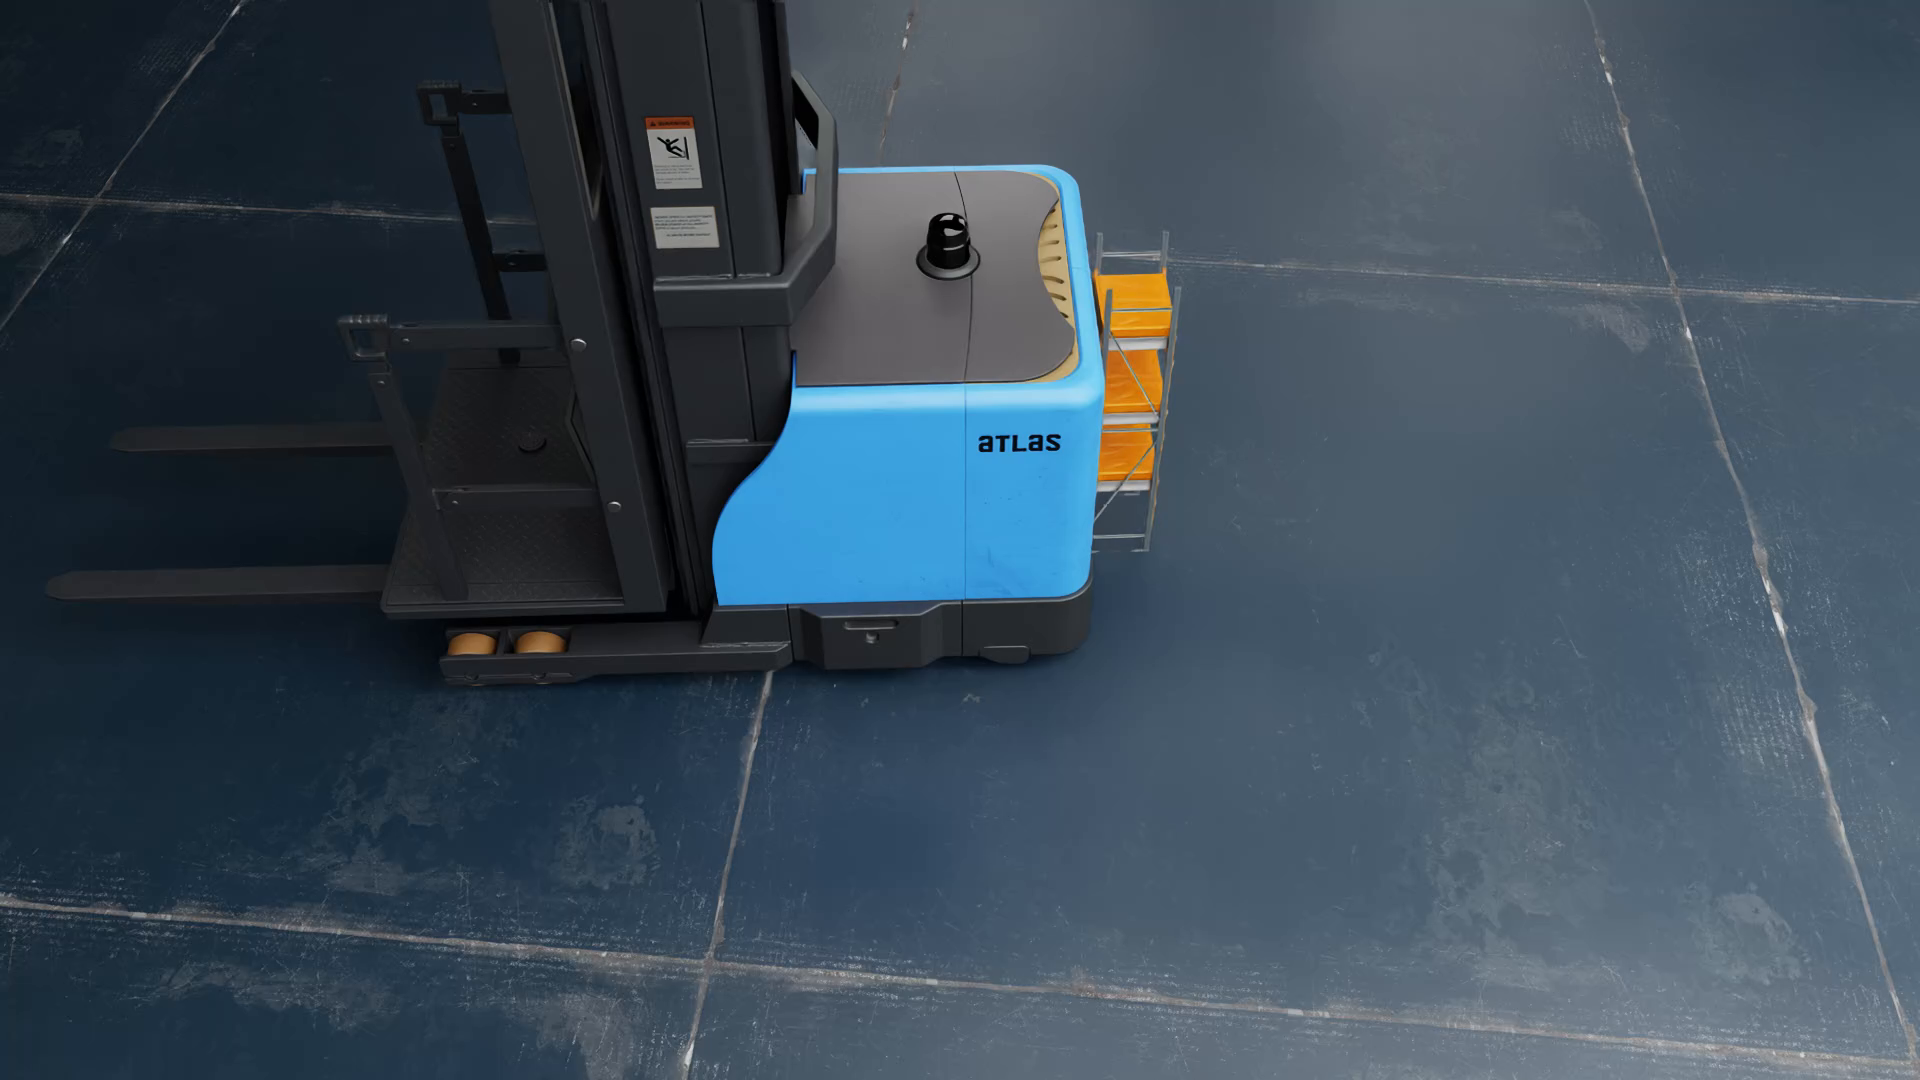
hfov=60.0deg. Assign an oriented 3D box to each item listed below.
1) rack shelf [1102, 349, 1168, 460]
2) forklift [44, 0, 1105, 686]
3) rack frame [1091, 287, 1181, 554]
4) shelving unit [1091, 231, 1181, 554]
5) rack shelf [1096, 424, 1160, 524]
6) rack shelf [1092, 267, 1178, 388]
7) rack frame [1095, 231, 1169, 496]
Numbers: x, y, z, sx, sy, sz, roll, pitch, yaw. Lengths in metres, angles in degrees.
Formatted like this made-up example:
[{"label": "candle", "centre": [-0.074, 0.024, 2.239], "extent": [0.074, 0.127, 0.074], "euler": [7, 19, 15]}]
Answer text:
[{"label": "rack shelf", "centre": [0.486, -0.400, 4.919], "extent": [0.215, 0.259, 0.240], "euler": [-2, 48, -2]}, {"label": "forklift", "centre": [-1.147, -0.962, 4.144], "extent": [3.031, 2.935, 1.130], "euler": [-1, 48, -1]}, {"label": "rack frame", "centre": [0.492, -0.317, 4.828], "extent": [0.200, 1.050, 0.008], "euler": [-2, 48, -2]}, {"label": "shelving unit", "centre": [0.486, -0.407, 4.911], "extent": [0.215, 1.050, 0.252], "euler": [-2, 48, -2]}, {"label": "rack shelf", "centre": [0.486, -0.212, 5.124], "extent": [0.215, 0.259, 0.240], "euler": [-2, 48, -2]}, {"label": "rack shelf", "centre": [0.486, -0.591, 4.709], "extent": [0.215, 0.259, 0.240], "euler": [-2, 48, -2]}, {"label": "rack frame", "centre": [0.480, -0.497, 4.993], "extent": [0.200, 1.050, 0.008], "euler": [-2, 48, -2]}]
